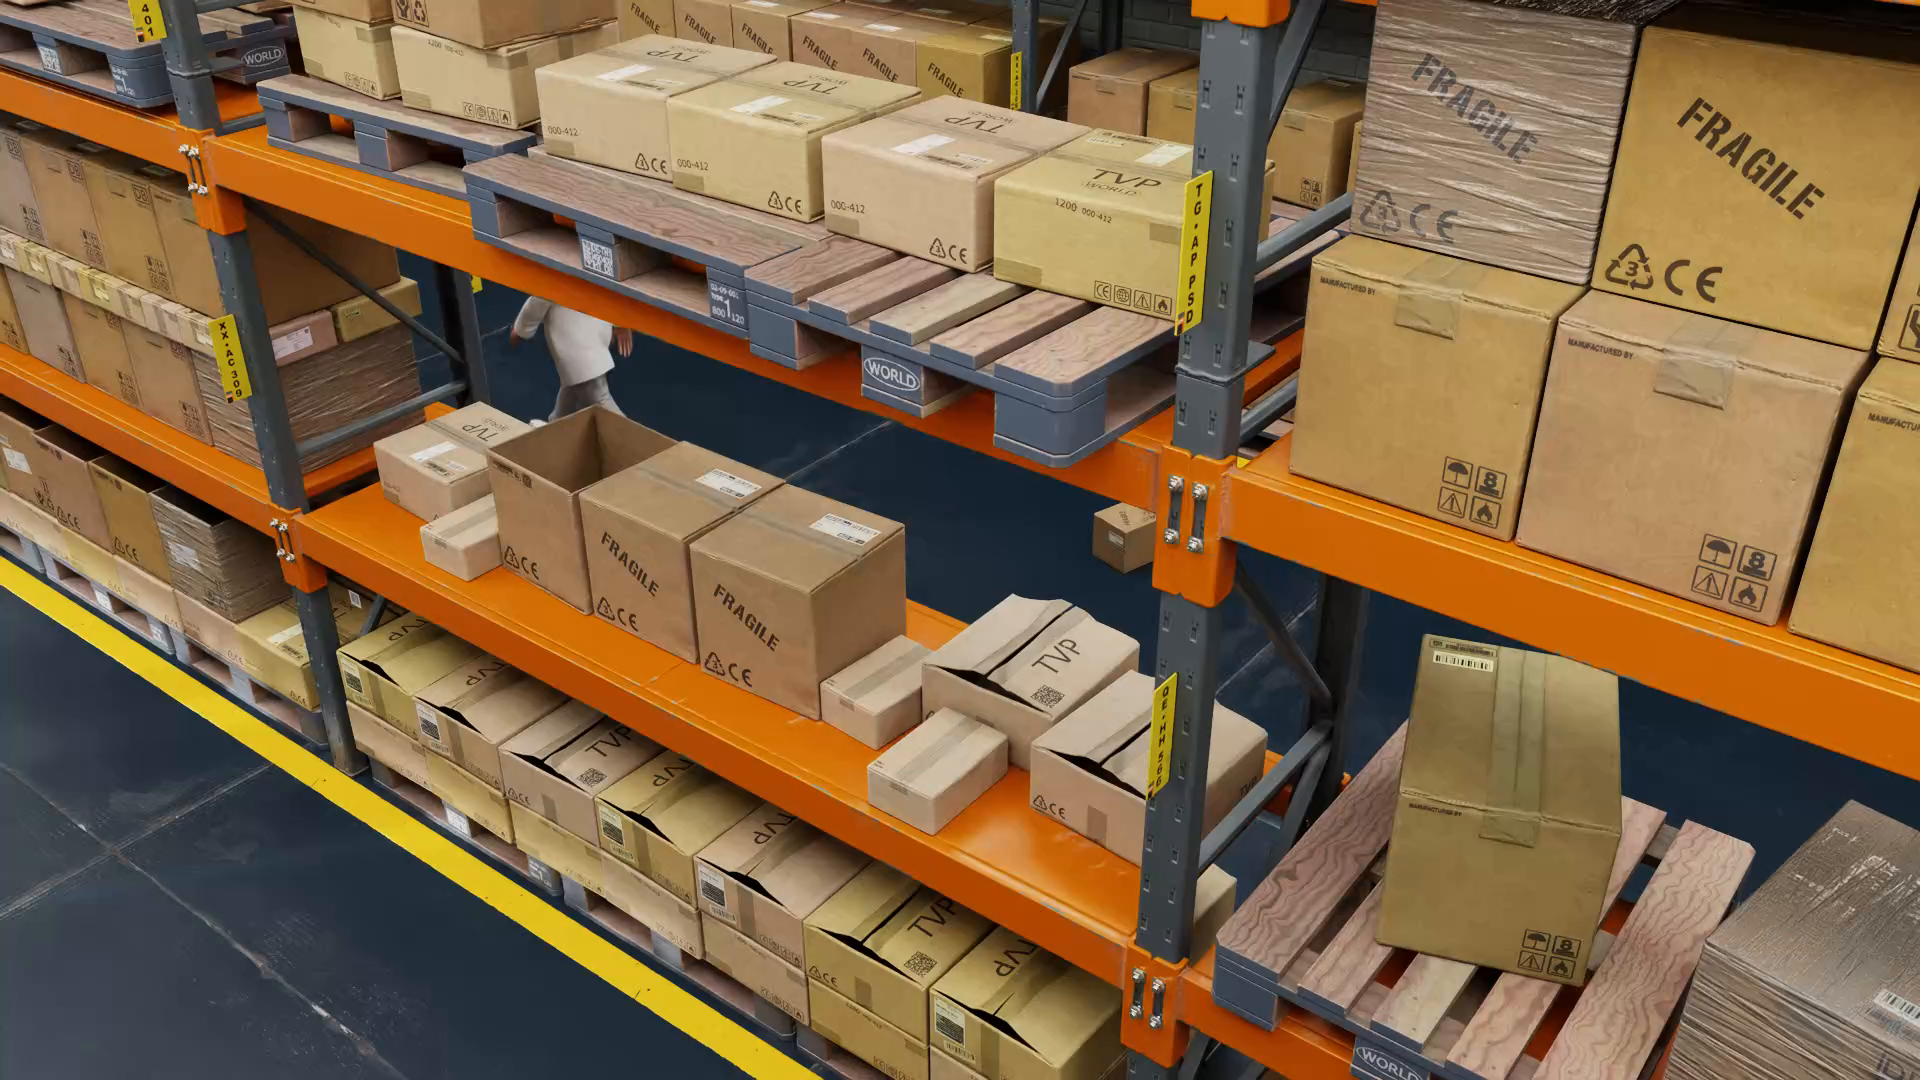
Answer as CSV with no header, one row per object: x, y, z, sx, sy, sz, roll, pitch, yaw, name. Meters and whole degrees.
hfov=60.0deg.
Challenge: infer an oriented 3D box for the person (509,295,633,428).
-2.162,-1.174,9.118,1.078,1.720,0.587,17,34,26,person
